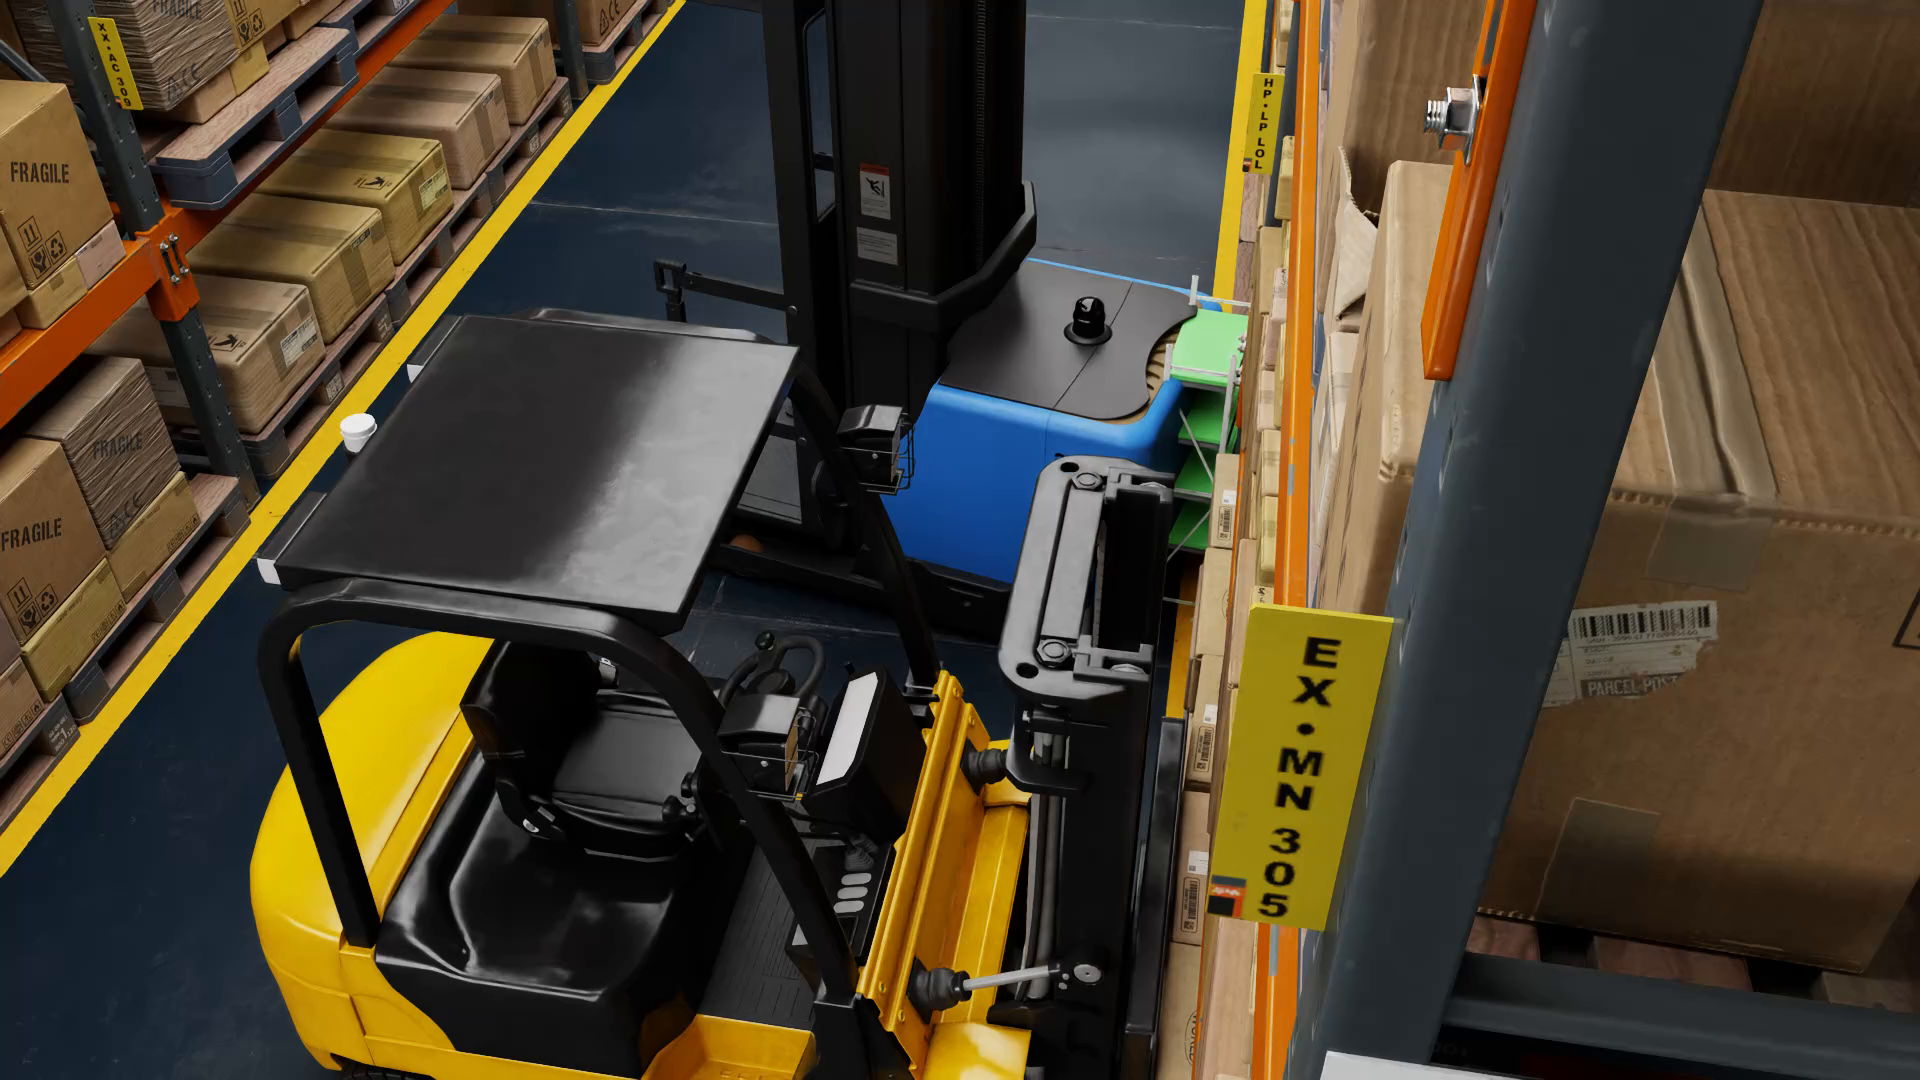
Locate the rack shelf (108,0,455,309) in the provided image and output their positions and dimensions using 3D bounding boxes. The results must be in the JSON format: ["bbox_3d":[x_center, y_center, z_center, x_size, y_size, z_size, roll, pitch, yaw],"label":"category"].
[{"bbox_3d":[-3.077,-2.325,7.772,1.077,0.370,4.000,6,40,8],"label":"rack shelf"}]

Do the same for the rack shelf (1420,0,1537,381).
[{"bbox_3d":[1.120,-1.427,2.293,1.077,0.370,4.000,6,40,8],"label":"rack shelf"}]

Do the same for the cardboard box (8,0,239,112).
[{"bbox_3d":[-3.060,-1.924,6.082,0.500,0.500,0.500,7,40,9],"label":"cardboard box"}]

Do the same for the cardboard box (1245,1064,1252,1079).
[{"bbox_3d":[0.678,0.852,2.778,0.380,0.149,0.250,7,40,9],"label":"cardboard box"}]

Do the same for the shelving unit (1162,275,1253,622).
[{"bbox_3d":[0.887,-0.319,6.186,0.258,1.200,0.503,11,40,13],"label":"shelving unit"}]

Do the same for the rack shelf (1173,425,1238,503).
[{"bbox_3d":[0.887,-0.269,6.226,0.258,0.148,0.480,11,40,13],"label":"rack shelf"}]

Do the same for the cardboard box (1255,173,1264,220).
[{"bbox_3d":[1.377,-1.405,6.213,0.500,0.250,0.500,6,40,7],"label":"cardboard box"}]

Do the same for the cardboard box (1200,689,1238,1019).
[{"bbox_3d":[0.788,0.686,3.488,0.500,0.500,0.500,6,40,7],"label":"cardboard box"}]

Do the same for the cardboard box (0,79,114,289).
[{"bbox_3d":[-3.255,-1.194,5.528,0.500,0.500,0.500,5,40,7],"label":"cardboard box"}]

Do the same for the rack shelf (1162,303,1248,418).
[{"bbox_3d":[0.888,-0.644,5.926,0.258,0.148,0.480,11,40,13],"label":"rack shelf"}]

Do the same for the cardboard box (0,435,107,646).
[{"bbox_3d":[-3.347,-0.018,5.657,0.500,0.500,0.500,7,40,8],"label":"cardboard box"}]

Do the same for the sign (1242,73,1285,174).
[{"bbox_3d":[0.930,-1.271,5.087,0.100,0.325,0.005,6,40,8],"label":"sign"}]

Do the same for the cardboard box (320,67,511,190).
[{"bbox_3d":[-2.958,-2.189,8.776,0.950,0.372,0.625,6,40,7],"label":"cardboard box"}]

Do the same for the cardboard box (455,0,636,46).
[{"bbox_3d":[-2.530,-3.624,10.117,0.875,0.875,0.875,6,40,7],"label":"cardboard box"}]

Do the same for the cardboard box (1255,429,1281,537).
[{"bbox_3d":[0.902,-0.119,3.952,0.380,0.149,0.250,5,40,6],"label":"cardboard box"}]

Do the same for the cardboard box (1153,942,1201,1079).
[{"bbox_3d":[0.707,1.259,3.917,0.500,0.250,0.500,7,40,8],"label":"cardboard box"}]

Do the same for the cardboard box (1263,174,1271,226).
[{"bbox_3d":[1.300,-1.273,5.661,0.500,0.250,0.500,6,40,7],"label":"cardboard box"}]

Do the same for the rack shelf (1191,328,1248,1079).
[{"bbox_3d":[1.120,0.731,4.077,1.077,0.370,4.000,6,40,8],"label":"rack shelf"}]

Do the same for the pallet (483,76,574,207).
[{"bbox_3d":[-2.868,-2.292,9.357,1.003,0.211,1.213,6,40,8],"label":"pallet"}]

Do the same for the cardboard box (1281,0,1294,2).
[{"bbox_3d":[1.476,-1.917,6.440,0.500,0.250,0.500,7,40,9],"label":"cardboard box"}]

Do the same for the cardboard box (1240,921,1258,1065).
[{"bbox_3d":[0.659,0.732,2.690,0.380,0.149,0.250,7,40,9],"label":"cardboard box"}]

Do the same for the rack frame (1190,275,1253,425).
[{"bbox_3d":[0.956,-0.465,6.368,0.240,1.200,0.015,11,40,13],"label":"rack frame"}]

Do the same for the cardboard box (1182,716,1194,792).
[{"bbox_3d":[0.895,0.804,4.860,0.500,0.250,0.500,6,40,7],"label":"cardboard box"}]

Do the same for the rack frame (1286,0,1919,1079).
[{"bbox_3d":[0.774,-0.603,0.418,1.000,3.000,0.127,6,40,8],"label":"rack frame"}]

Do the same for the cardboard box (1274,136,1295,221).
[{"bbox_3d":[1.119,-1.038,4.830,0.380,0.149,0.250,7,40,9],"label":"cardboard box"}]

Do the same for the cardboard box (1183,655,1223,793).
[{"bbox_3d":[0.900,0.613,4.698,0.500,0.250,0.500,8,40,9],"label":"cardboard box"}]

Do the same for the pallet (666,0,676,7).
[{"bbox_3d":[-2.307,-4.032,11.461,1.003,0.211,1.213,6,40,8],"label":"pallet"}]

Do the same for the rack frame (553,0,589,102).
[{"bbox_3d":[-2.731,-3.857,9.061,1.000,3.000,0.127,6,40,8],"label":"rack frame"}]

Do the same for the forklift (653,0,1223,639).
[{"bbox_3d":[-0.579,-1.279,5.997,3.031,2.935,1.130,14,42,17],"label":"forklift"}]

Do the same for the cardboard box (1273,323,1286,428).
[{"bbox_3d":[0.963,-0.386,4.042,0.380,0.149,0.250,6,40,7],"label":"cardboard box"}]

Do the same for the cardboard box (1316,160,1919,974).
[{"bbox_3d":[0.611,0.009,1.544,0.500,0.500,0.500,8,40,9],"label":"cardboard box"}]

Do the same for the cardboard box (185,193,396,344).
[{"bbox_3d":[-3.214,-1.277,7.673,0.950,0.372,0.625,9,40,10],"label":"cardboard box"}]

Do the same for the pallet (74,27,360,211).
[{"bbox_3d":[-3.148,-1.736,6.647,1.003,0.211,1.213,6,40,8],"label":"pallet"}]

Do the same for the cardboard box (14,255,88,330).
[{"bbox_3d":[-3.215,-0.857,5.630,0.380,0.149,0.250,7,40,9],"label":"cardboard box"}]

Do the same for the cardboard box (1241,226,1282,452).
[{"bbox_3d":[1.132,-0.591,5.032,0.500,0.500,0.500,5,40,6],"label":"cardboard box"}]

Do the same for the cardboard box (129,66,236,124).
[{"bbox_3d":[-3.016,-1.724,6.348,0.380,0.149,0.250,7,40,8],"label":"cardboard box"}]

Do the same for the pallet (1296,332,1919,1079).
[{"bbox_3d":[0.922,0.146,1.935,1.003,0.211,1.213,6,40,8],"label":"pallet"}]

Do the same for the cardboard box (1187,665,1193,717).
[{"bbox_3d":[0.984,0.684,5.397,0.500,0.250,0.500,6,40,7],"label":"cardboard box"}]

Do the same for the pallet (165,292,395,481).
[{"bbox_3d":[-3.290,-0.761,7.504,1.003,0.211,1.213,6,40,8],"label":"pallet"}]

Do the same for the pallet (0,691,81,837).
[{"bbox_3d":[-3.713,0.921,5.470,1.003,0.211,1.213,6,40,8],"label":"pallet"}]

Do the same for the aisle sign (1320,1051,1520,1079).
[{"bbox_3d":[0.474,0.716,1.490,0.394,0.787,0.004,6,40,8],"label":"aisle sign"}]

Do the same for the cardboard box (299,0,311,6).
[{"bbox_3d":[-2.874,-2.547,6.836,0.500,0.500,0.500,6,40,7],"label":"cardboard box"}]

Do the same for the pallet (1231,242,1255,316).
[{"bbox_3d":[1.764,-0.962,7.747,1.003,0.211,1.213,6,40,8],"label":"pallet"}]

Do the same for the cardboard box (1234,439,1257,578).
[{"bbox_3d":[0.972,0.056,4.250,0.500,0.500,0.500,6,40,7],"label":"cardboard box"}]

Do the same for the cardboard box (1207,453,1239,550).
[{"bbox_3d":[1.074,-0.020,5.464,0.500,0.250,0.500,6,40,7],"label":"cardboard box"}]

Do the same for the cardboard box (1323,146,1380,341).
[{"bbox_3d":[0.662,-0.309,2.113,0.396,0.266,0.258,6,40,8],"label":"cardboard box"}]

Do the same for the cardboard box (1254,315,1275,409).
[{"bbox_3d":[0.975,-0.443,4.345,0.380,0.149,0.250,7,40,9],"label":"cardboard box"}]

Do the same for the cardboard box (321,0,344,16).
[{"bbox_3d":[-2.860,-2.378,7.139,0.380,0.149,0.250,7,40,8],"label":"cardboard box"}]

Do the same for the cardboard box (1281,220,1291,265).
[{"bbox_3d":[1.152,-0.919,4.920,0.380,0.149,0.250,6,40,7],"label":"cardboard box"}]

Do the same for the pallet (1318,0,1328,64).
[{"bbox_3d":[1.344,-1.385,3.787,1.003,0.211,1.213,6,40,8],"label":"pallet"}]

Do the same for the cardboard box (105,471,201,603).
[{"bbox_3d":[-3.261,-0.048,6.282,0.500,0.250,0.500,8,40,10],"label":"cardboard box"}]

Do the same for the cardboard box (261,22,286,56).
[{"bbox_3d":[-2.991,-2.066,6.762,0.380,0.149,0.250,9,40,11],"label":"cardboard box"}]

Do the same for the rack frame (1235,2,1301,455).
[{"bbox_3d":[1.466,-0.802,5.366,1.000,3.000,0.127,6,40,8],"label":"rack frame"}]

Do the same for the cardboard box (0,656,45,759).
[{"bbox_3d":[-3.436,0.606,5.492,0.500,0.250,0.500,7,40,8],"label":"cardboard box"}]
